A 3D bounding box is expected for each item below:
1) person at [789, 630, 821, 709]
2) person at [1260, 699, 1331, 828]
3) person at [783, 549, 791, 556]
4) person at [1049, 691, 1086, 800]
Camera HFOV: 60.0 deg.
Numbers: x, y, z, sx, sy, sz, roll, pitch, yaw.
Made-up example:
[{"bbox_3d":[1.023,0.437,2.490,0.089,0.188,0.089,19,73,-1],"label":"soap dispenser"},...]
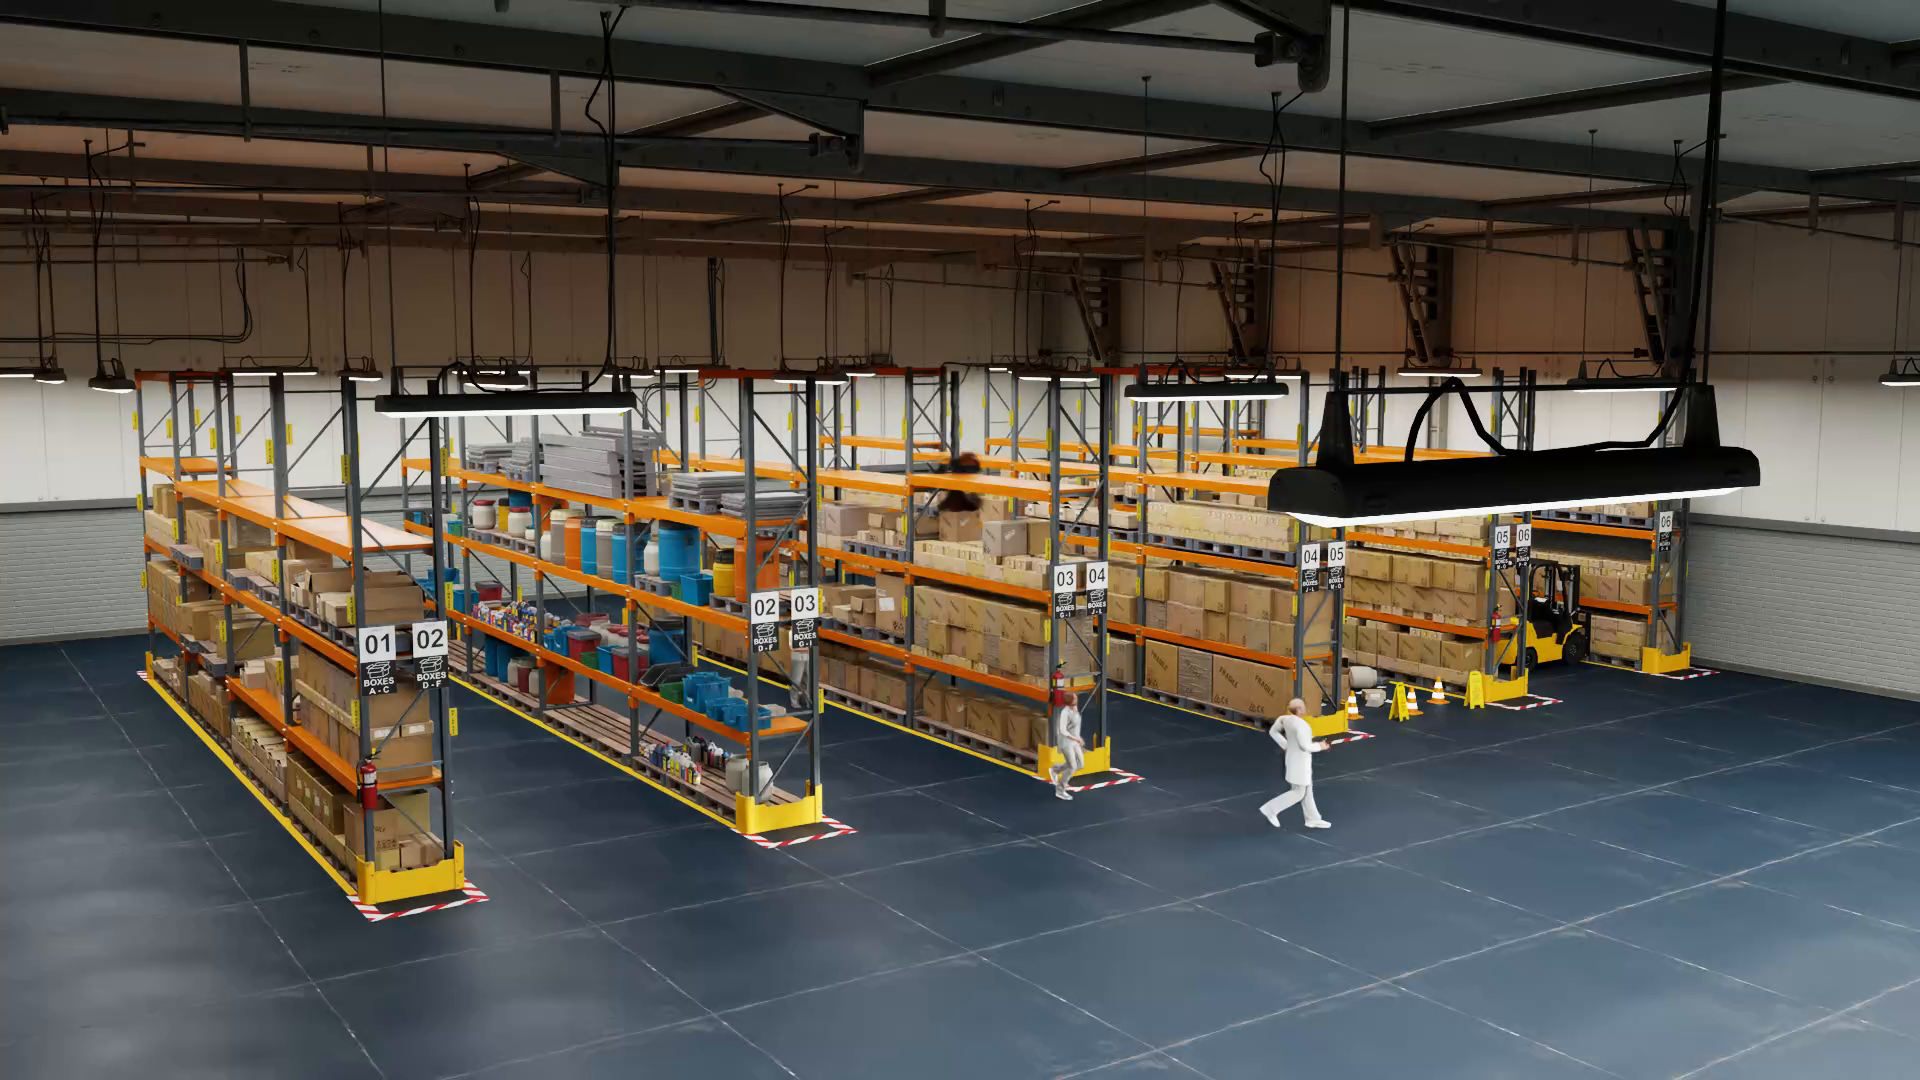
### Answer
[{"bbox_3d":[-2.621,2.073,28.197,0.601,1.710,0.645,-6,9,-41],"label":"person"},{"bbox_3d":[4.437,2.963,21.917,1.040,1.773,0.708,-1,7,-11],"label":"person"},{"bbox_3d":[-4.218,0.839,41.084,0.759,1.774,0.851,5,8,40],"label":"person"},{"bbox_3d":[1.540,2.915,23.653,0.605,1.549,0.569,3,7,25],"label":"person"}]
